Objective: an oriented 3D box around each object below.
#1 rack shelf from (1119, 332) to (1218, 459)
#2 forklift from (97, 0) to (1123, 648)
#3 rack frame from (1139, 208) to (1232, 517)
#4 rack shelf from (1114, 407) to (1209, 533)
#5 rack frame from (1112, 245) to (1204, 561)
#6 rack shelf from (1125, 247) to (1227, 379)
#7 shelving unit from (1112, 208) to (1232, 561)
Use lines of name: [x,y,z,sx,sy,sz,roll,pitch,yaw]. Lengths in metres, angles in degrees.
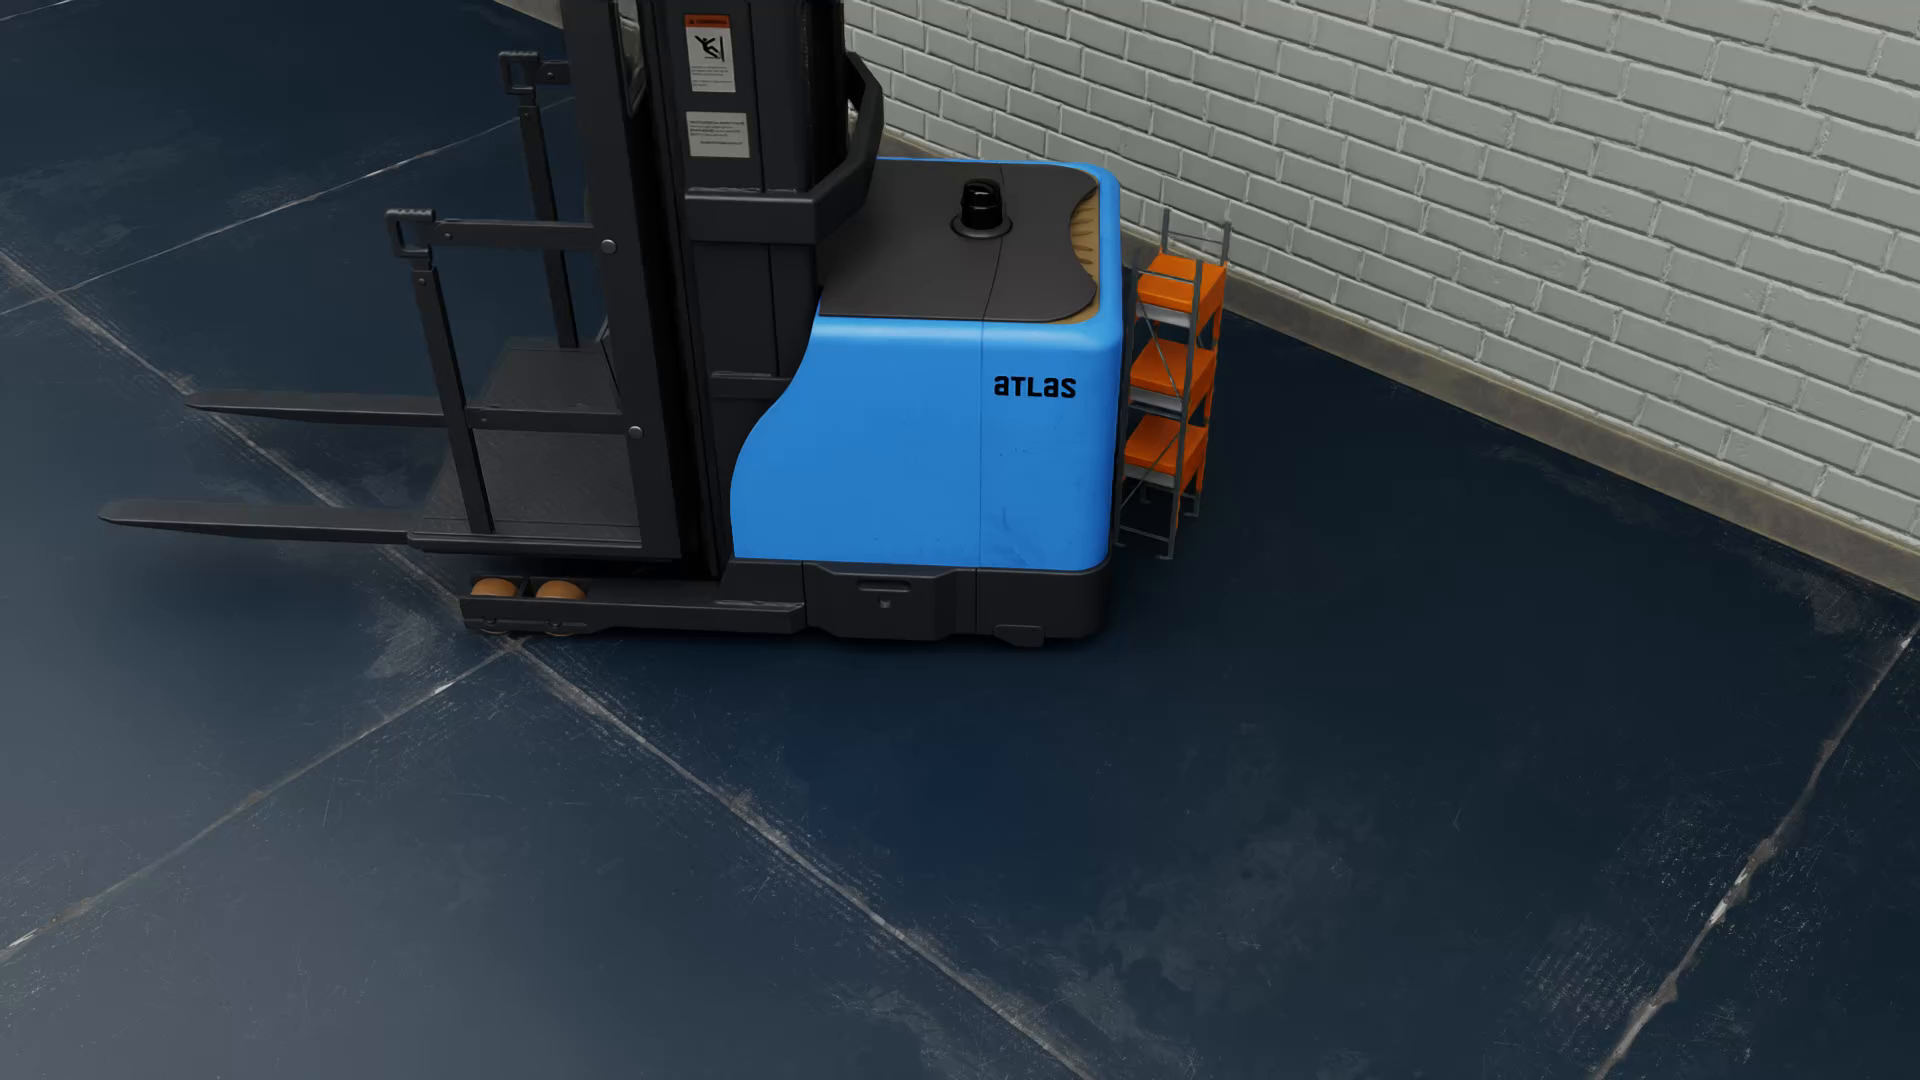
rack shelf: [0.622,-0.435,4.970,0.215,0.259,0.240,16,41,20]
forklift: [-1.054,-1.189,4.390,3.031,2.935,1.130,2,39,3]
rack frame: [0.675,-0.512,5.050,0.200,1.050,0.008,16,41,20]
rack shelf: [0.622,-0.217,5.143,0.215,0.259,0.240,16,41,20]
rack frame: [0.570,-0.375,4.878,0.200,1.050,0.008,16,41,20]
rack shelf: [0.622,-0.657,4.794,0.215,0.259,0.240,16,41,20]
shelving unit: [0.622,-0.443,4.964,0.215,1.050,0.252,16,41,20]
